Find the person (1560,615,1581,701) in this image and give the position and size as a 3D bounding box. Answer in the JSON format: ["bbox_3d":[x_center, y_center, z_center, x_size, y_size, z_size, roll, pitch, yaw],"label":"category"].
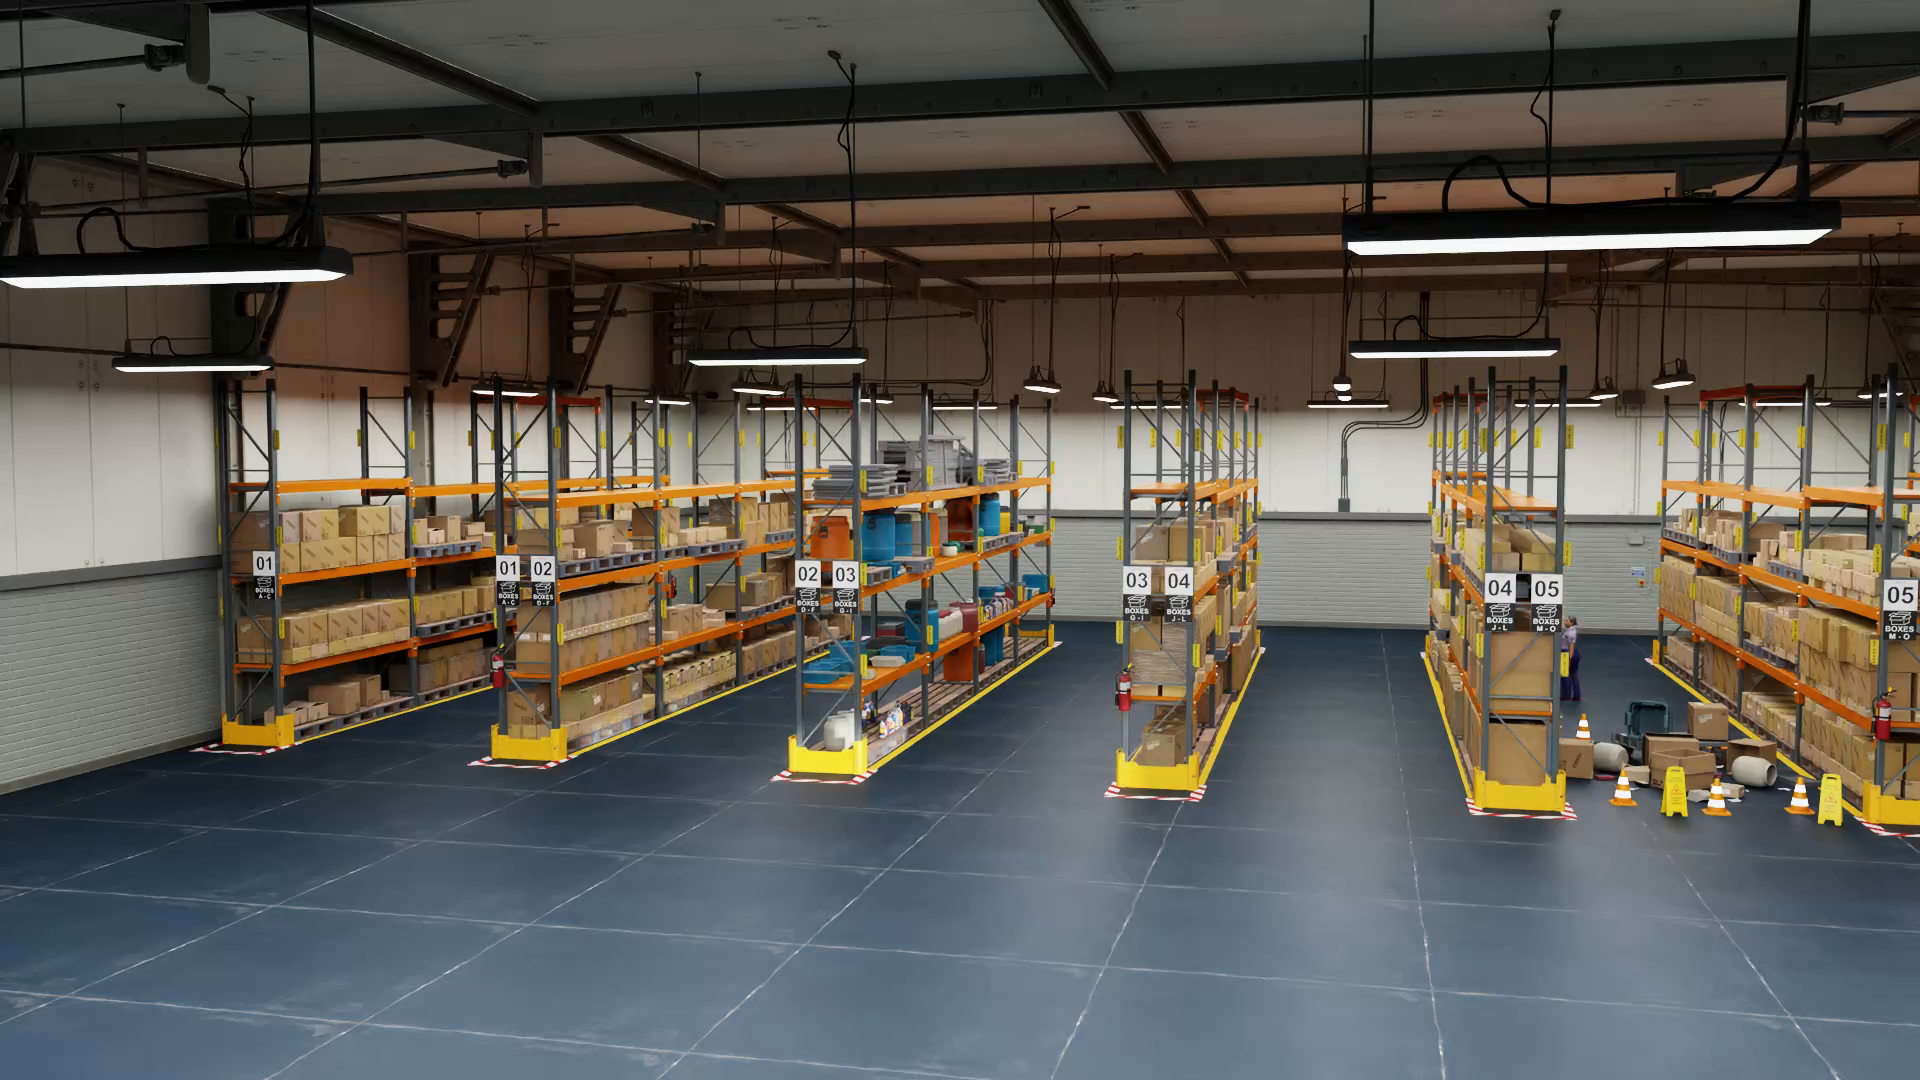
[{"bbox_3d":[11.716,2.272,31.963,0.412,1.654,0.514,3,5,42],"label":"person"}]

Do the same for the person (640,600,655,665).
[{"bbox_3d":[-6.727,2.025,35.684,0.513,1.694,0.364,-2,4,-32],"label":"person"}]
